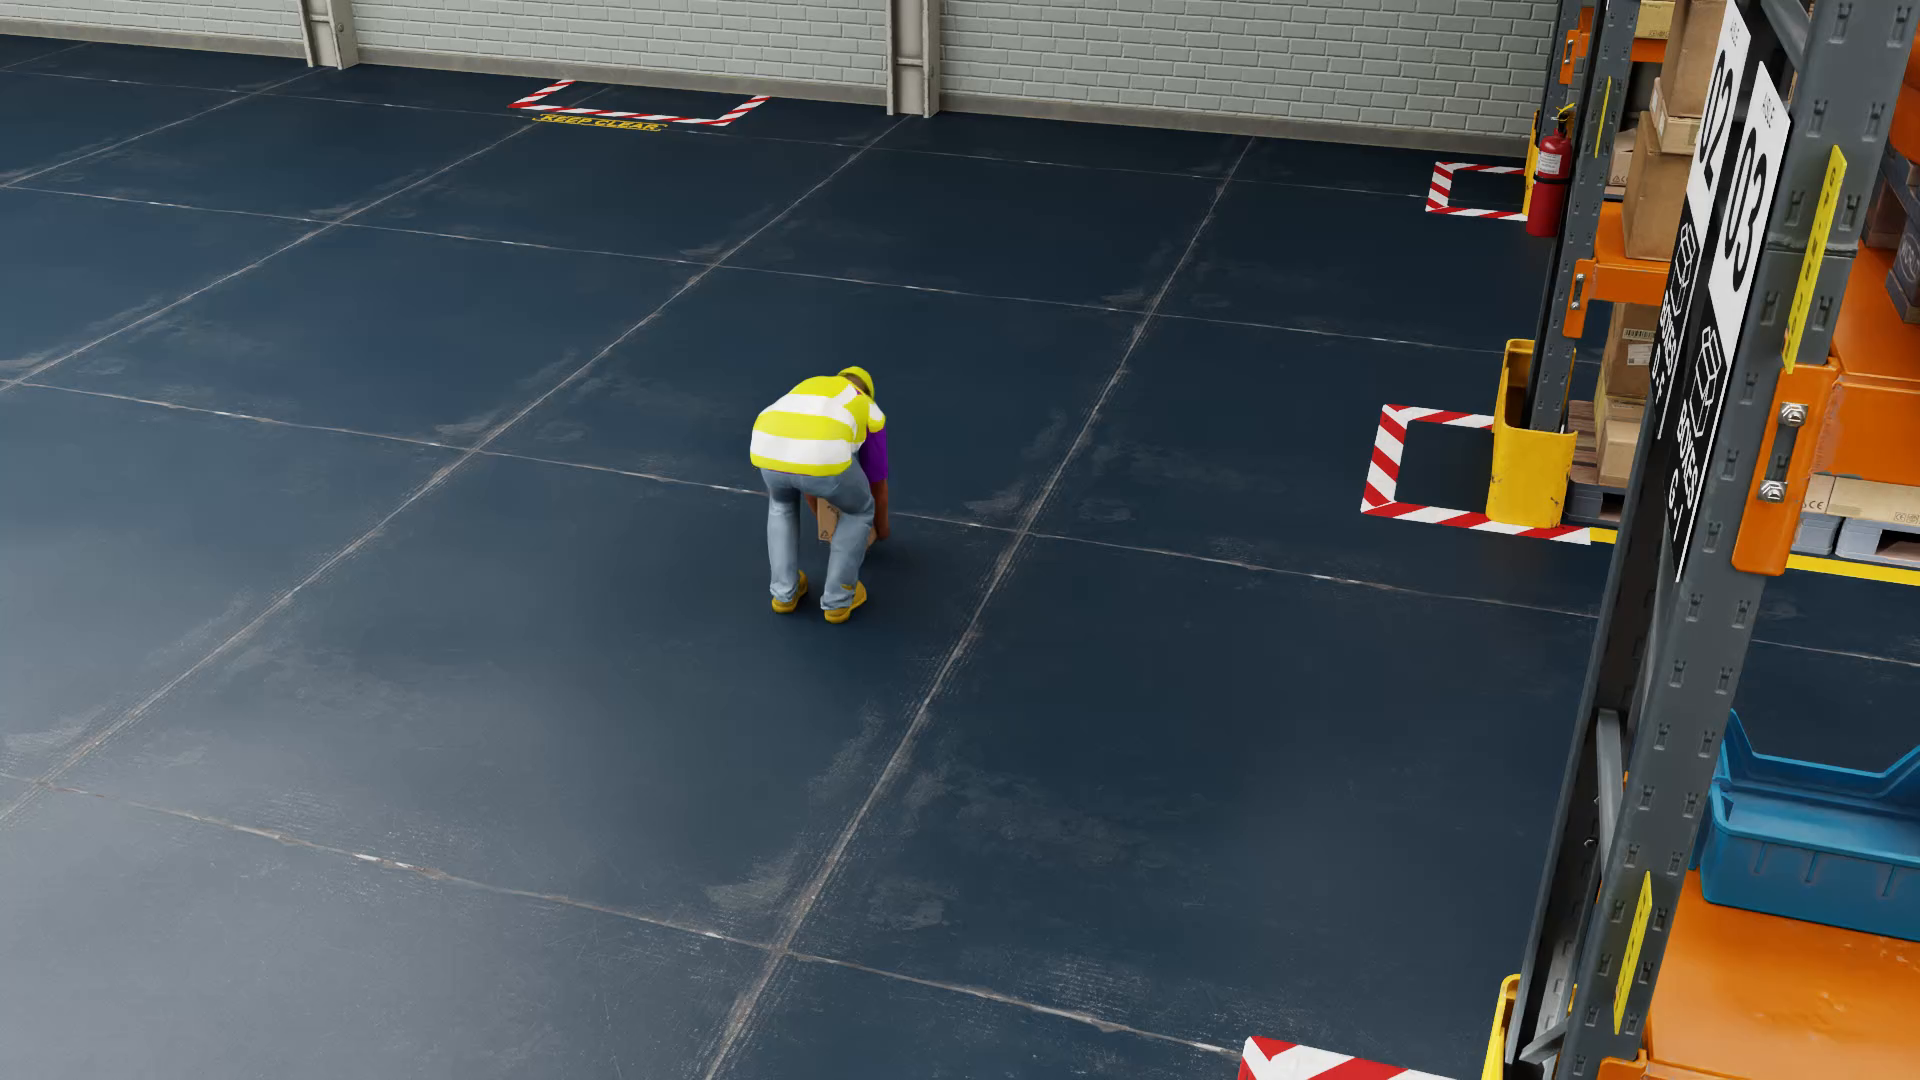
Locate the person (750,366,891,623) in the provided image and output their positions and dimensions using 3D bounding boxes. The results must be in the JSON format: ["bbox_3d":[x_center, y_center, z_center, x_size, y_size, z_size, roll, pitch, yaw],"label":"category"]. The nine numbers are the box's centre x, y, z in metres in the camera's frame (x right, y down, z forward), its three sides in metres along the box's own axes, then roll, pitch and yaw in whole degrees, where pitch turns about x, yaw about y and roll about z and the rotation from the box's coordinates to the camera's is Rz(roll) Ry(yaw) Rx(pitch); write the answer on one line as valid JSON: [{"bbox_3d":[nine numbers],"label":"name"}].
[{"bbox_3d":[-0.586,-0.258,7.331,0.492,1.018,0.977,7,30,13],"label":"person"}]
